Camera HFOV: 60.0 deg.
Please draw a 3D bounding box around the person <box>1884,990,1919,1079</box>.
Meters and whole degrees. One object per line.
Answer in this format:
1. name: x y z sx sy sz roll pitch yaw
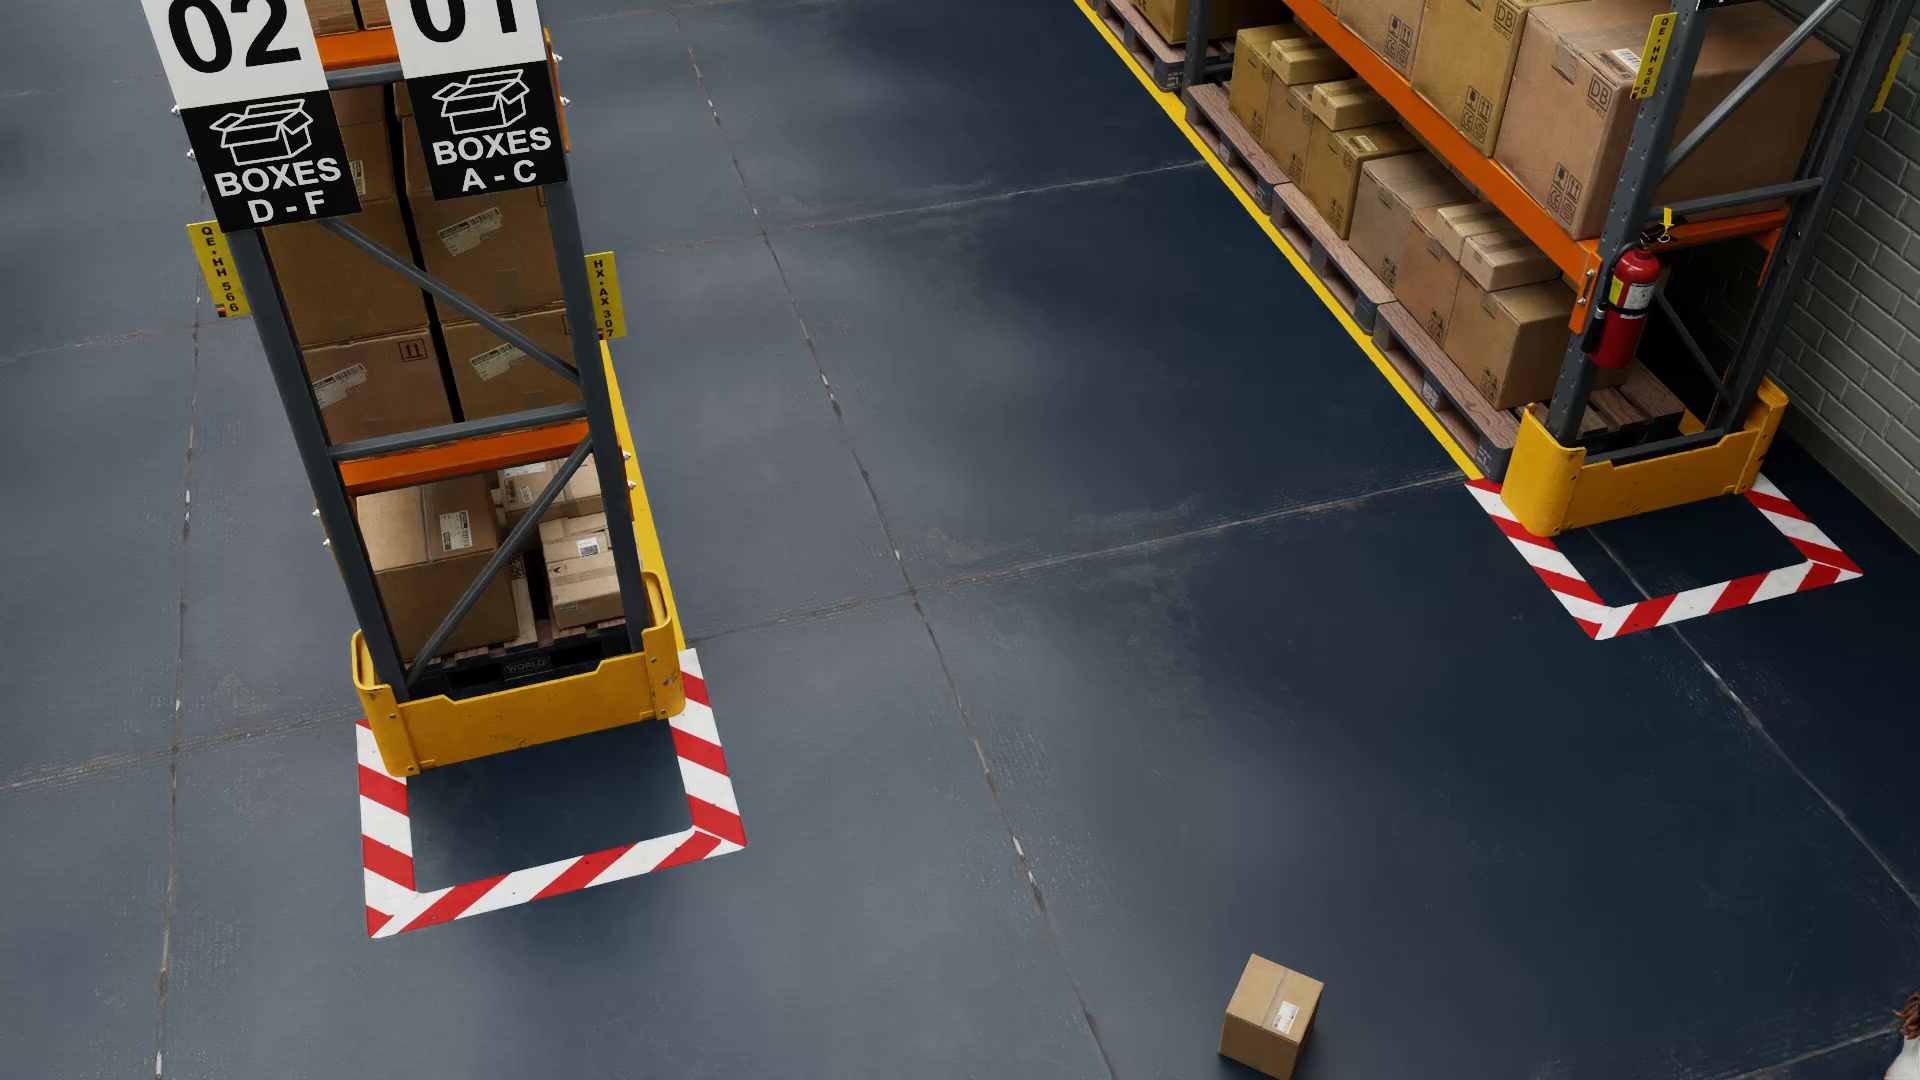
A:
1. person: 2.421 1.629 4.366 0.860 1.632 0.434 32 51 30
